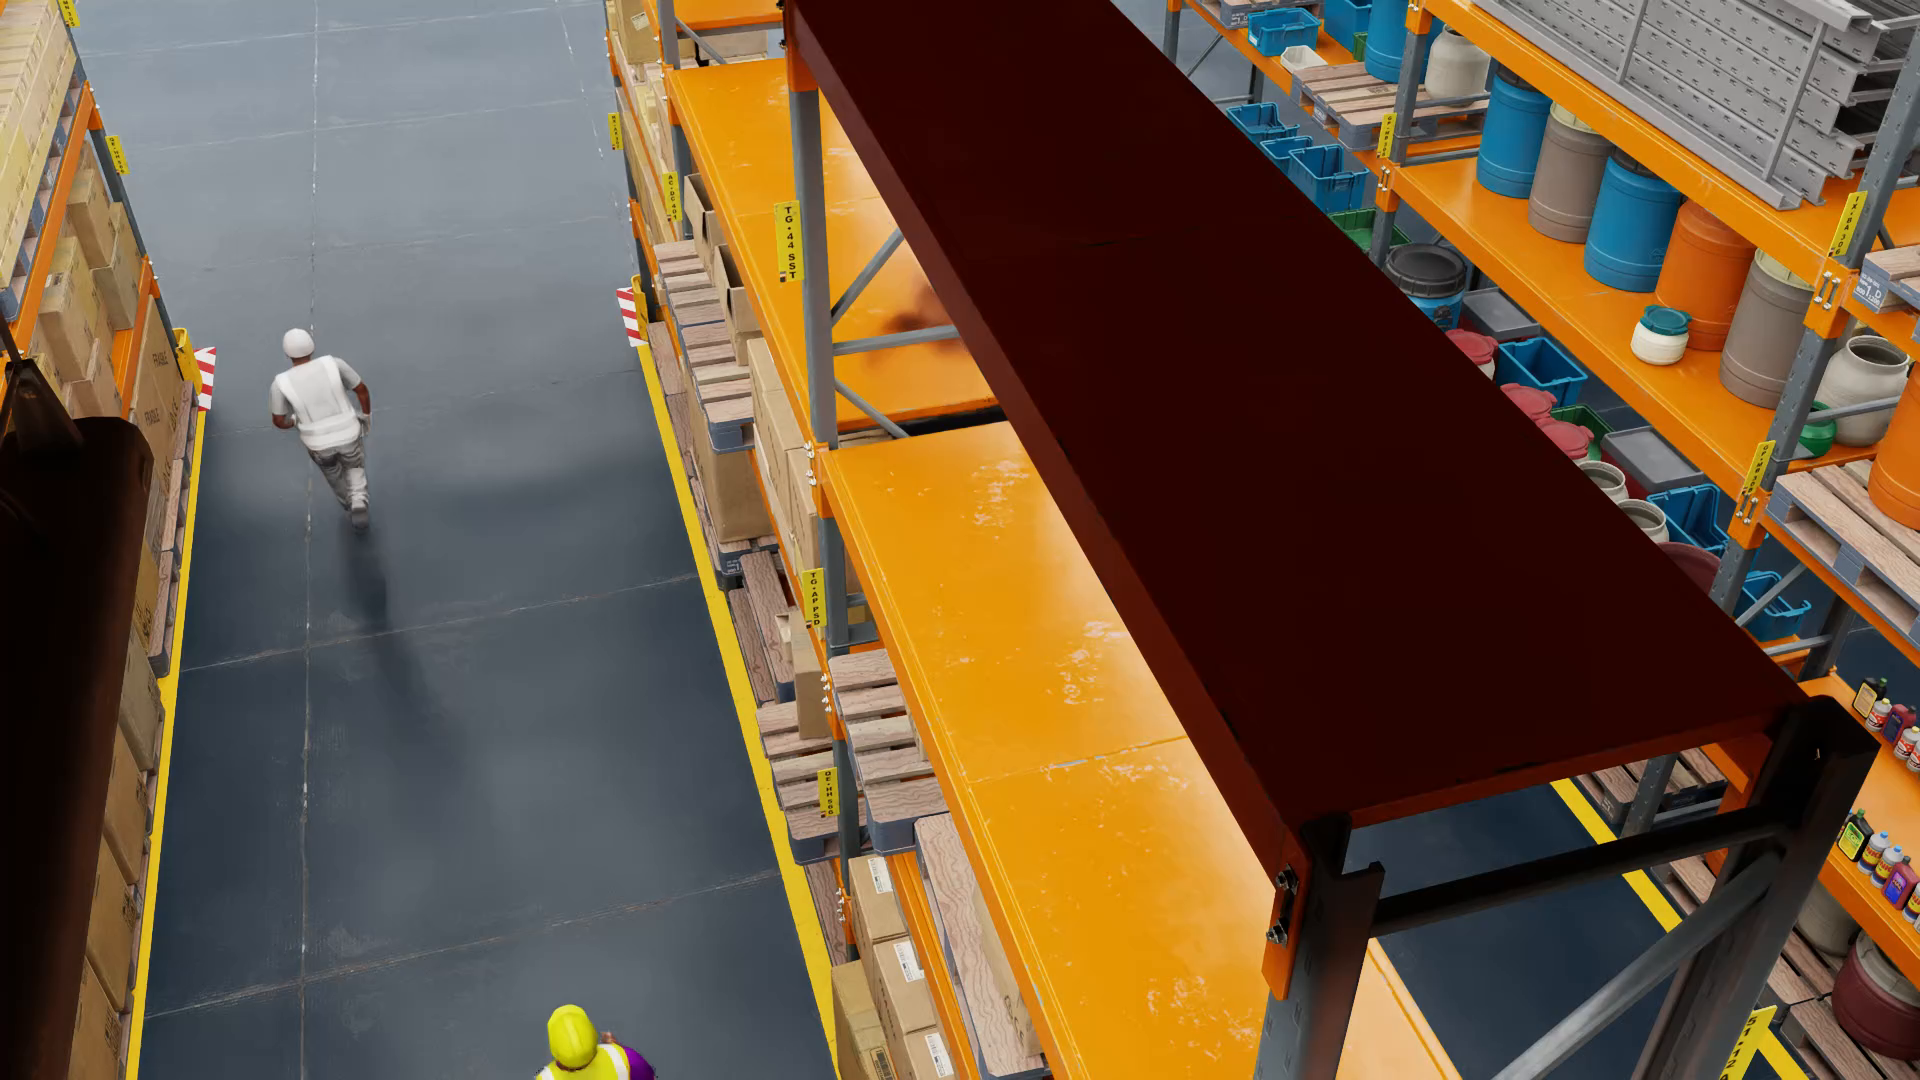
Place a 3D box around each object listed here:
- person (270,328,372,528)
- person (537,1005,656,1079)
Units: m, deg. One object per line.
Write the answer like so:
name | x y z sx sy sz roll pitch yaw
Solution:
person | -4.689 -0.742 12.399 0.699 1.743 0.786 -17 41 -20
person | -1.781 2.760 7.933 0.686 1.721 0.593 -16 41 -19
